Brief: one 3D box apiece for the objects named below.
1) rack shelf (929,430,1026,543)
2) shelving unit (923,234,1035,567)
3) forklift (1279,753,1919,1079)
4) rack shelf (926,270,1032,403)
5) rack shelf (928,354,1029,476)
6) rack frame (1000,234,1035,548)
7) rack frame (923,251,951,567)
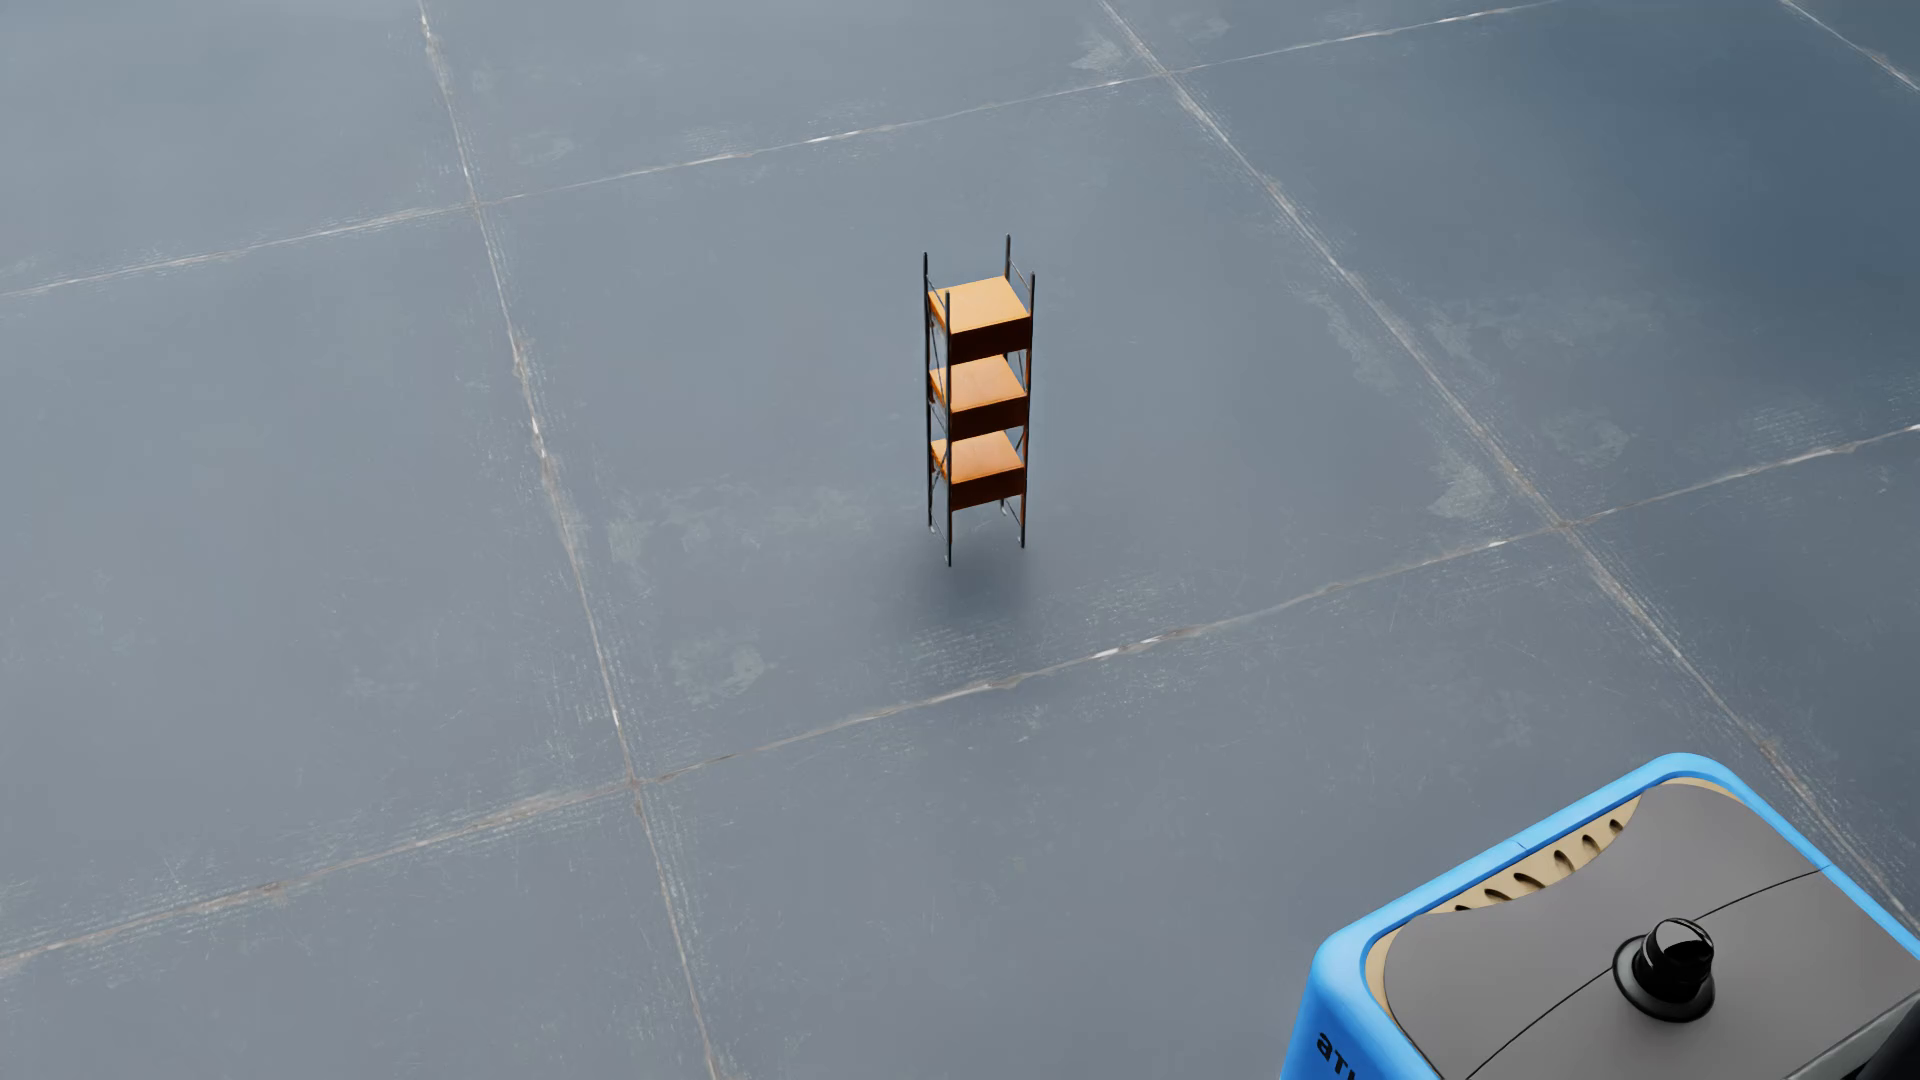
[{"bbox_3d":[0.050,-0.180,5.095,0.240,0.259,0.215,-14,47,-14],"label":"rack shelf"},{"bbox_3d":[0.050,-0.383,4.891,0.252,1.050,0.215,-14,47,-14],"label":"shelving unit"},{"bbox_3d":[1.784,1.205,1.980,1.130,2.935,3.031,-22,49,-20],"label":"forklift"},{"bbox_3d":[0.050,-0.576,4.697,0.240,0.259,0.215,-14,47,-14],"label":"rack shelf"},{"bbox_3d":[0.050,-0.376,4.898,0.240,0.259,0.215,-14,47,-14],"label":"rack shelf"},{"bbox_3d":[0.165,-0.413,4.920,0.008,1.050,0.200,-14,47,-14],"label":"rack frame"},{"bbox_3d":[-0.064,-0.354,4.862,0.008,1.050,0.200,-14,47,-14],"label":"rack frame"}]
